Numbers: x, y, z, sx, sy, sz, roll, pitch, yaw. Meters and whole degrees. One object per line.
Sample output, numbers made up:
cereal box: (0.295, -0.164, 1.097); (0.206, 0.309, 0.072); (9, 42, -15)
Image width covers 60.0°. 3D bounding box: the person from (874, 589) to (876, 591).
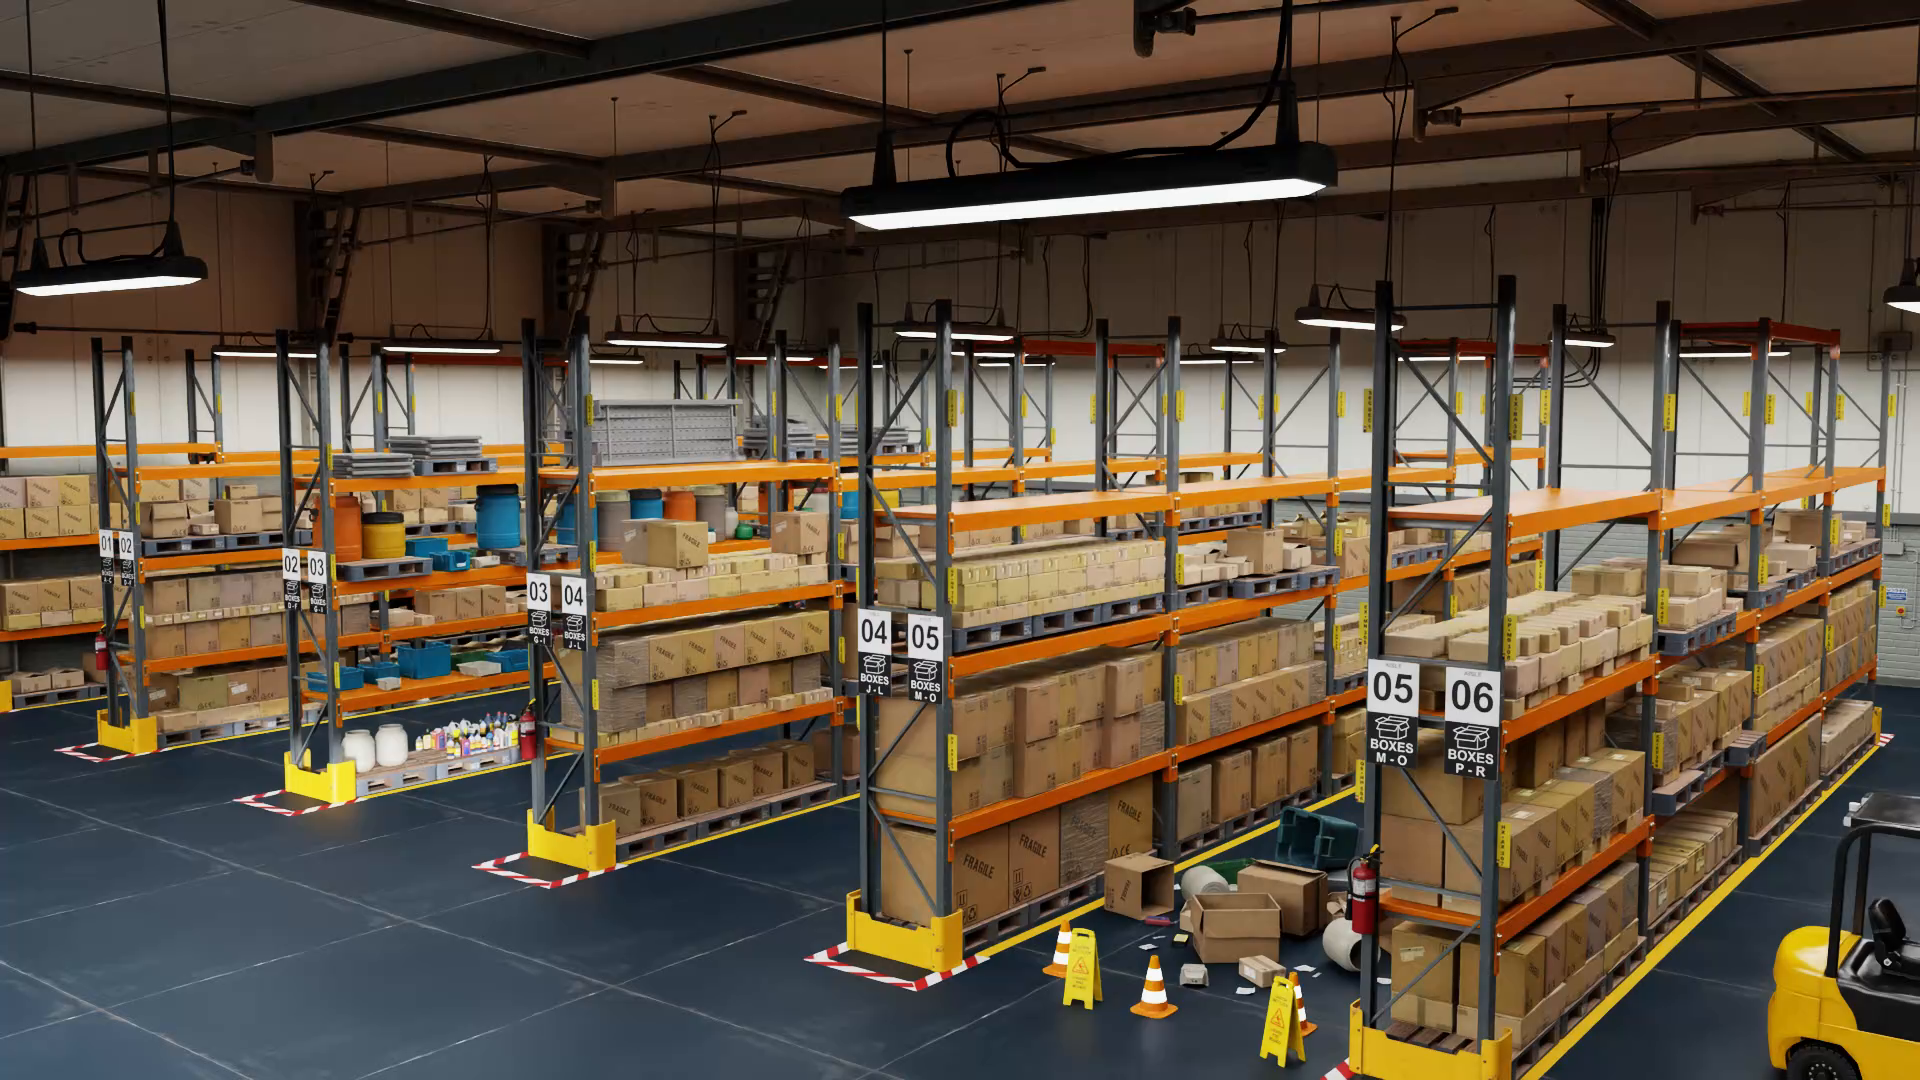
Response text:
person: (-1.465, 1.502, 33.024); (0.704, 1.593, 0.587); (-5, 7, -43)
